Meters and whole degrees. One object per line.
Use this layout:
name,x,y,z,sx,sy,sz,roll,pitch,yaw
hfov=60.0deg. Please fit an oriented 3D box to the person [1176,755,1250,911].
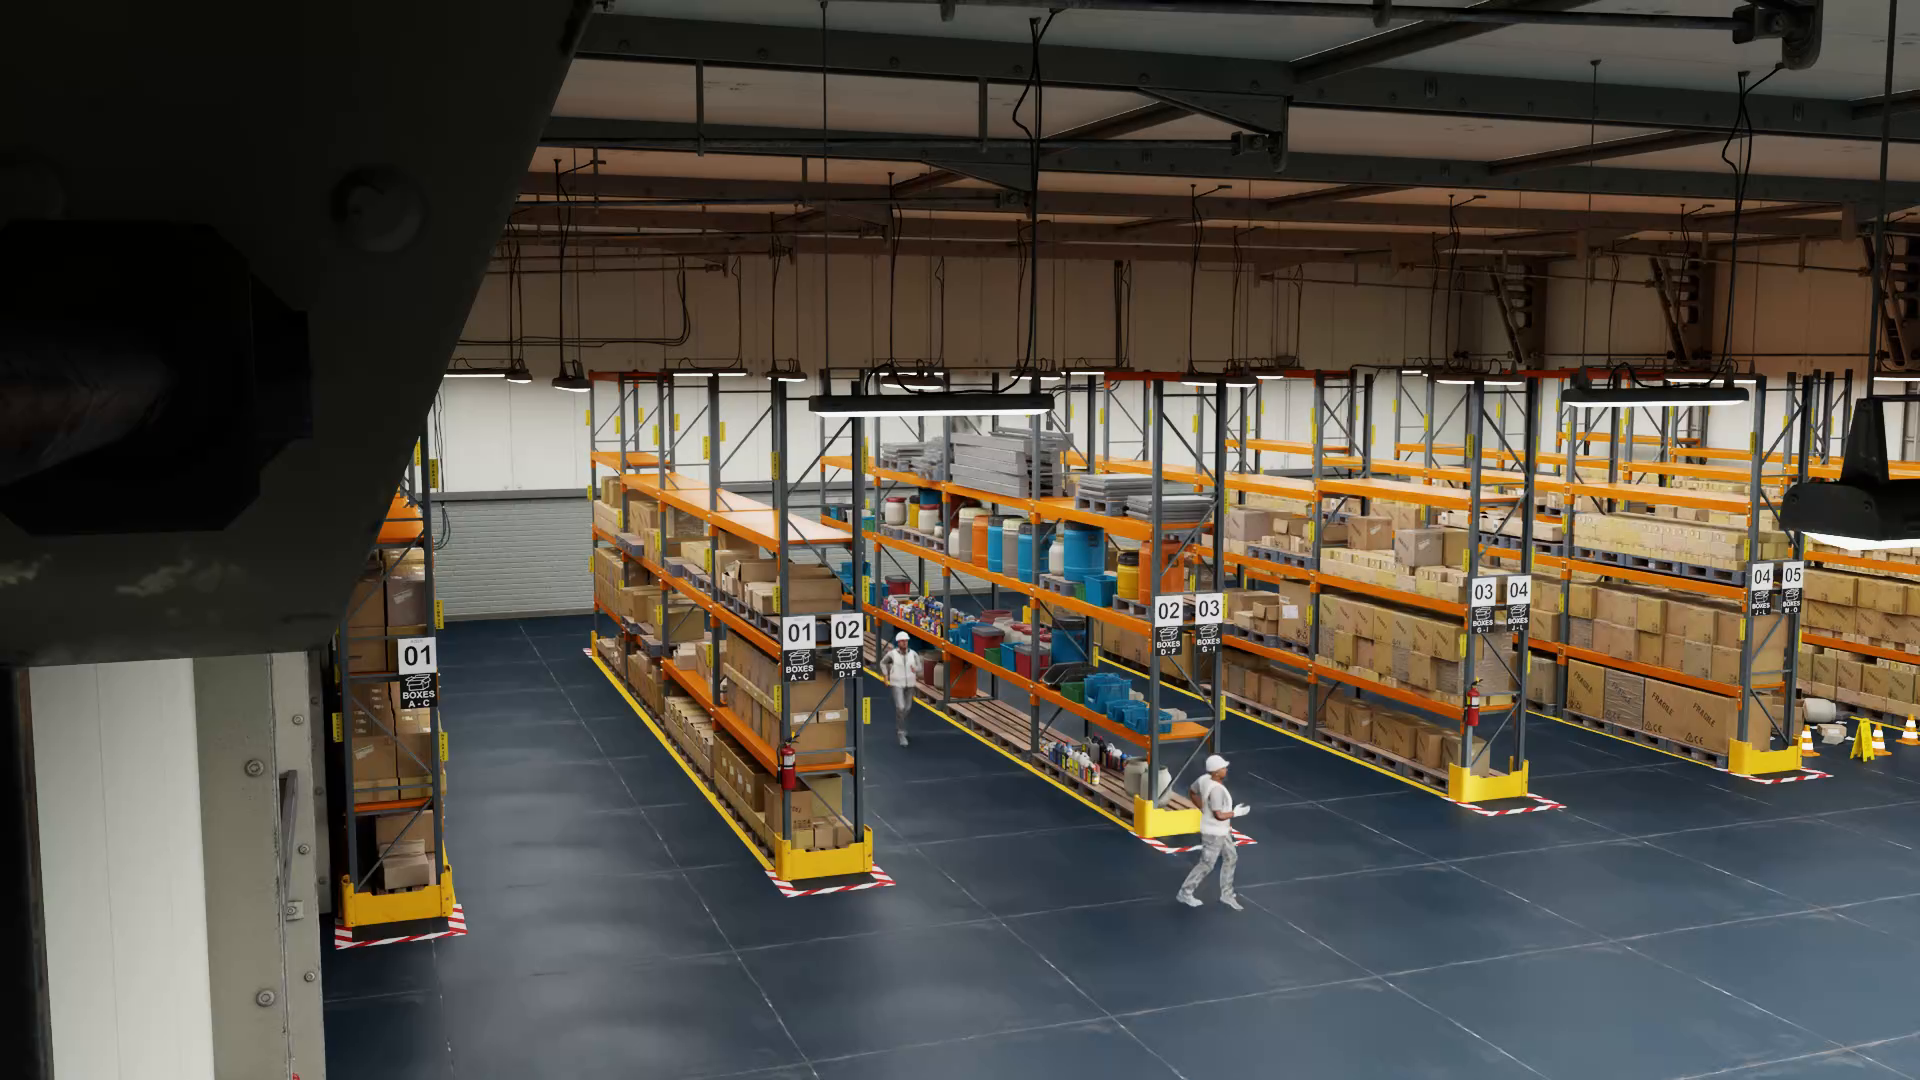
person,2.869,3.346,18.862,0.808,1.847,0.660,1,6,6

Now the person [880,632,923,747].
person,-0.941,2.402,27.240,0.635,1.817,0.836,-3,7,-23

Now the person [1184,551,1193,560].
person,5.573,0.999,40.932,0.719,1.597,0.625,-6,8,-41
